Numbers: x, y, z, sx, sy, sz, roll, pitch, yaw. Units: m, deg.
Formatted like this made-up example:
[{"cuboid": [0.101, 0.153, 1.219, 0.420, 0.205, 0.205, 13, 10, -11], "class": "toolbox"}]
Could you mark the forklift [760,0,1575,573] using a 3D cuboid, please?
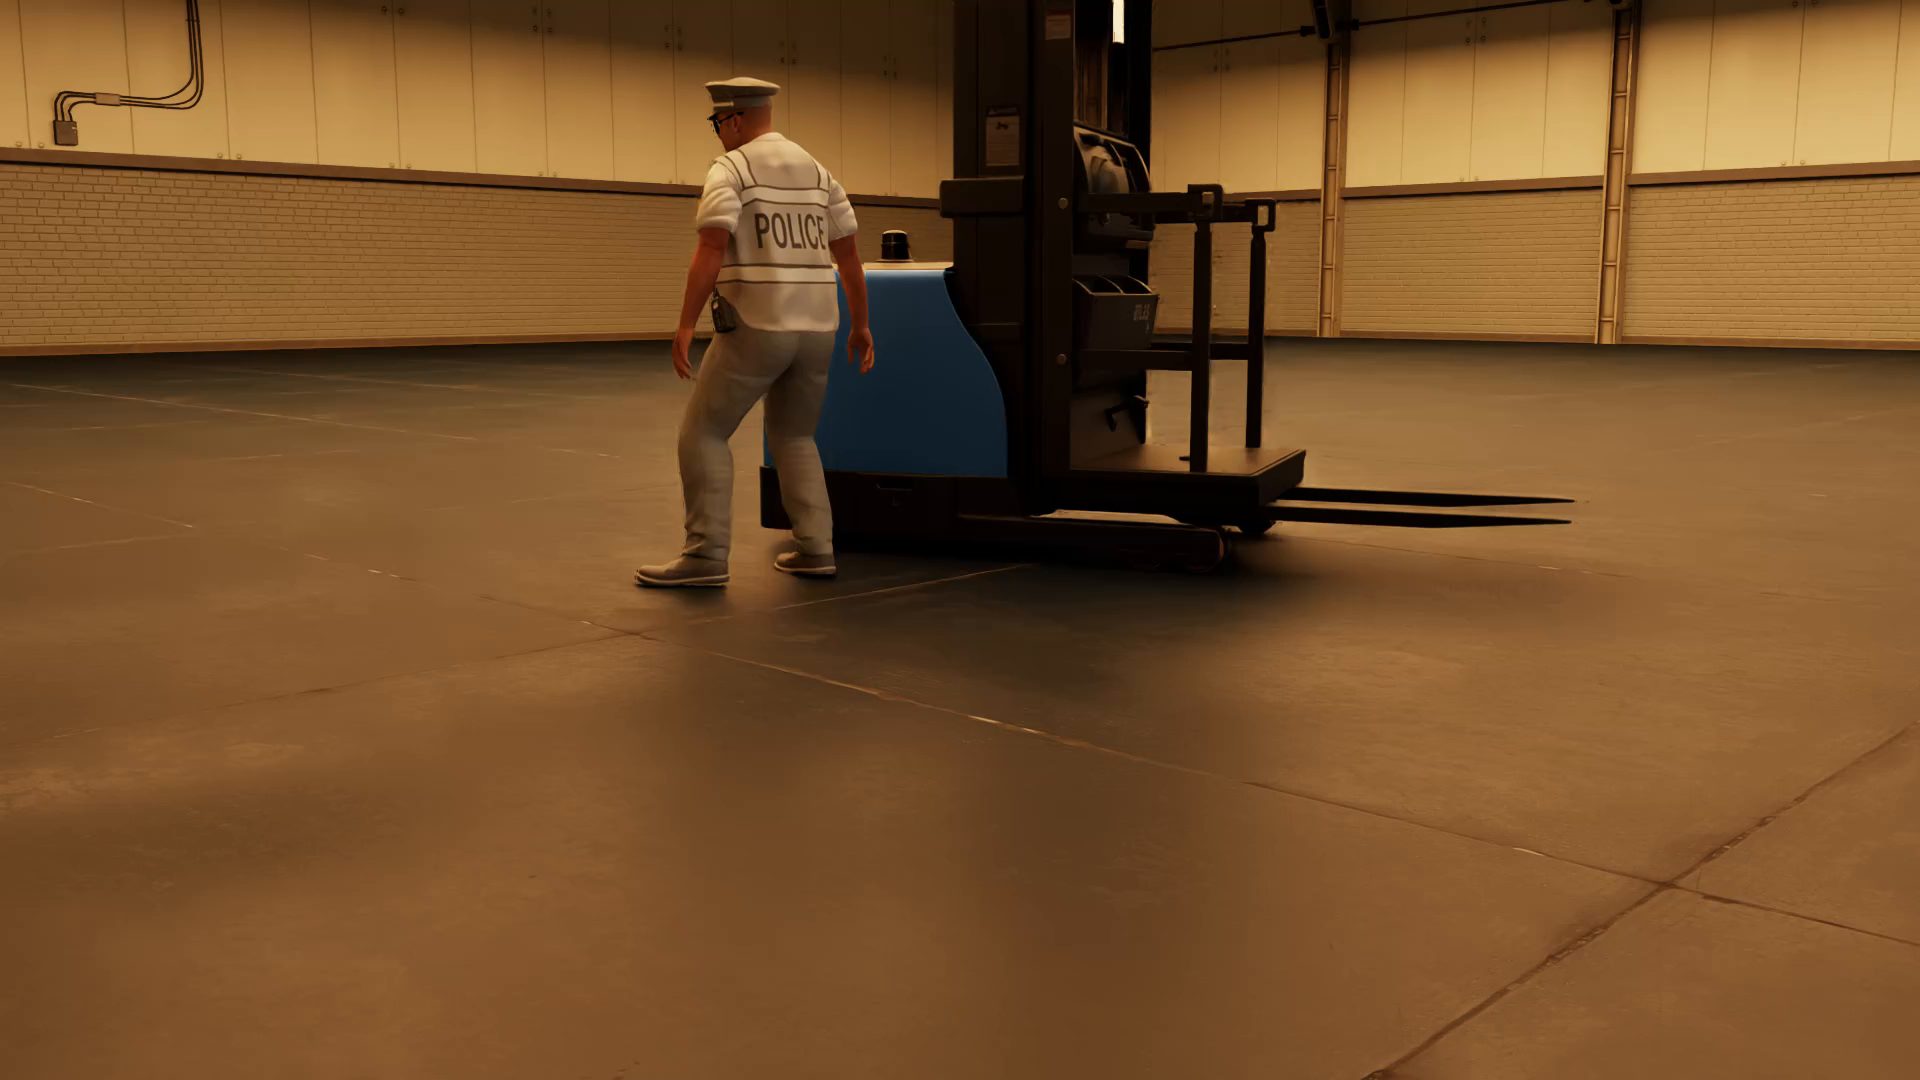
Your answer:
[{"cuboid": [0.779, -1.419, 6.299, 3.031, 2.935, 1.130, 3, 9, 21], "class": "forklift"}]

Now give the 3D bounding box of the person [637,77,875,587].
[{"cuboid": [-0.689, -0.717, 5.742, 0.858, 1.718, 0.409, -8, 12, -44], "class": "person"}]
